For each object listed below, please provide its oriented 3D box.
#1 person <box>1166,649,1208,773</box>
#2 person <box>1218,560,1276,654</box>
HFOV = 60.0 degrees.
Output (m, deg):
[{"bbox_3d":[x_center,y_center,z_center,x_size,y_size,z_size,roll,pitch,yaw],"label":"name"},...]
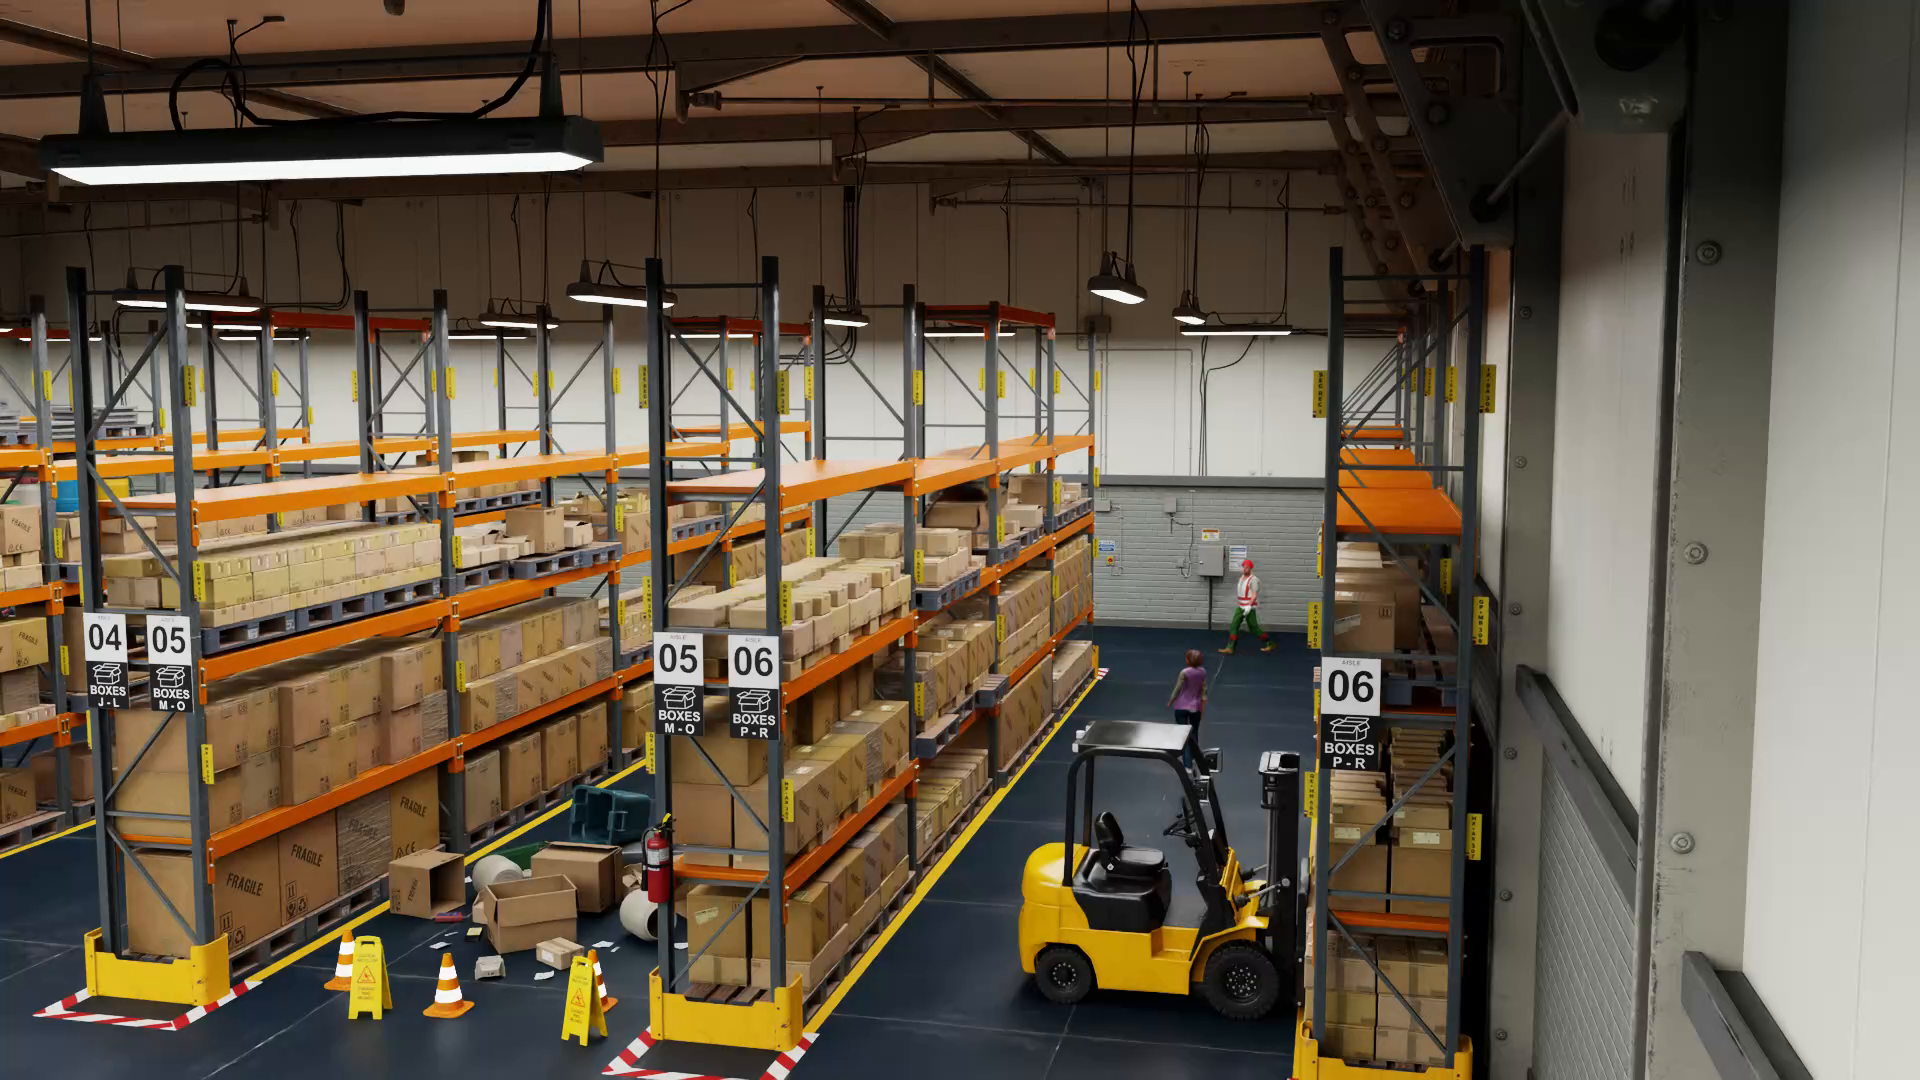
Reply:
[{"bbox_3d":[2.860,2.171,20.917,0.514,1.482,0.841,0,6,1],"label":"person"},{"bbox_3d":[5.245,1.231,30.331,1.031,1.749,0.616,0,6,-4],"label":"person"}]
